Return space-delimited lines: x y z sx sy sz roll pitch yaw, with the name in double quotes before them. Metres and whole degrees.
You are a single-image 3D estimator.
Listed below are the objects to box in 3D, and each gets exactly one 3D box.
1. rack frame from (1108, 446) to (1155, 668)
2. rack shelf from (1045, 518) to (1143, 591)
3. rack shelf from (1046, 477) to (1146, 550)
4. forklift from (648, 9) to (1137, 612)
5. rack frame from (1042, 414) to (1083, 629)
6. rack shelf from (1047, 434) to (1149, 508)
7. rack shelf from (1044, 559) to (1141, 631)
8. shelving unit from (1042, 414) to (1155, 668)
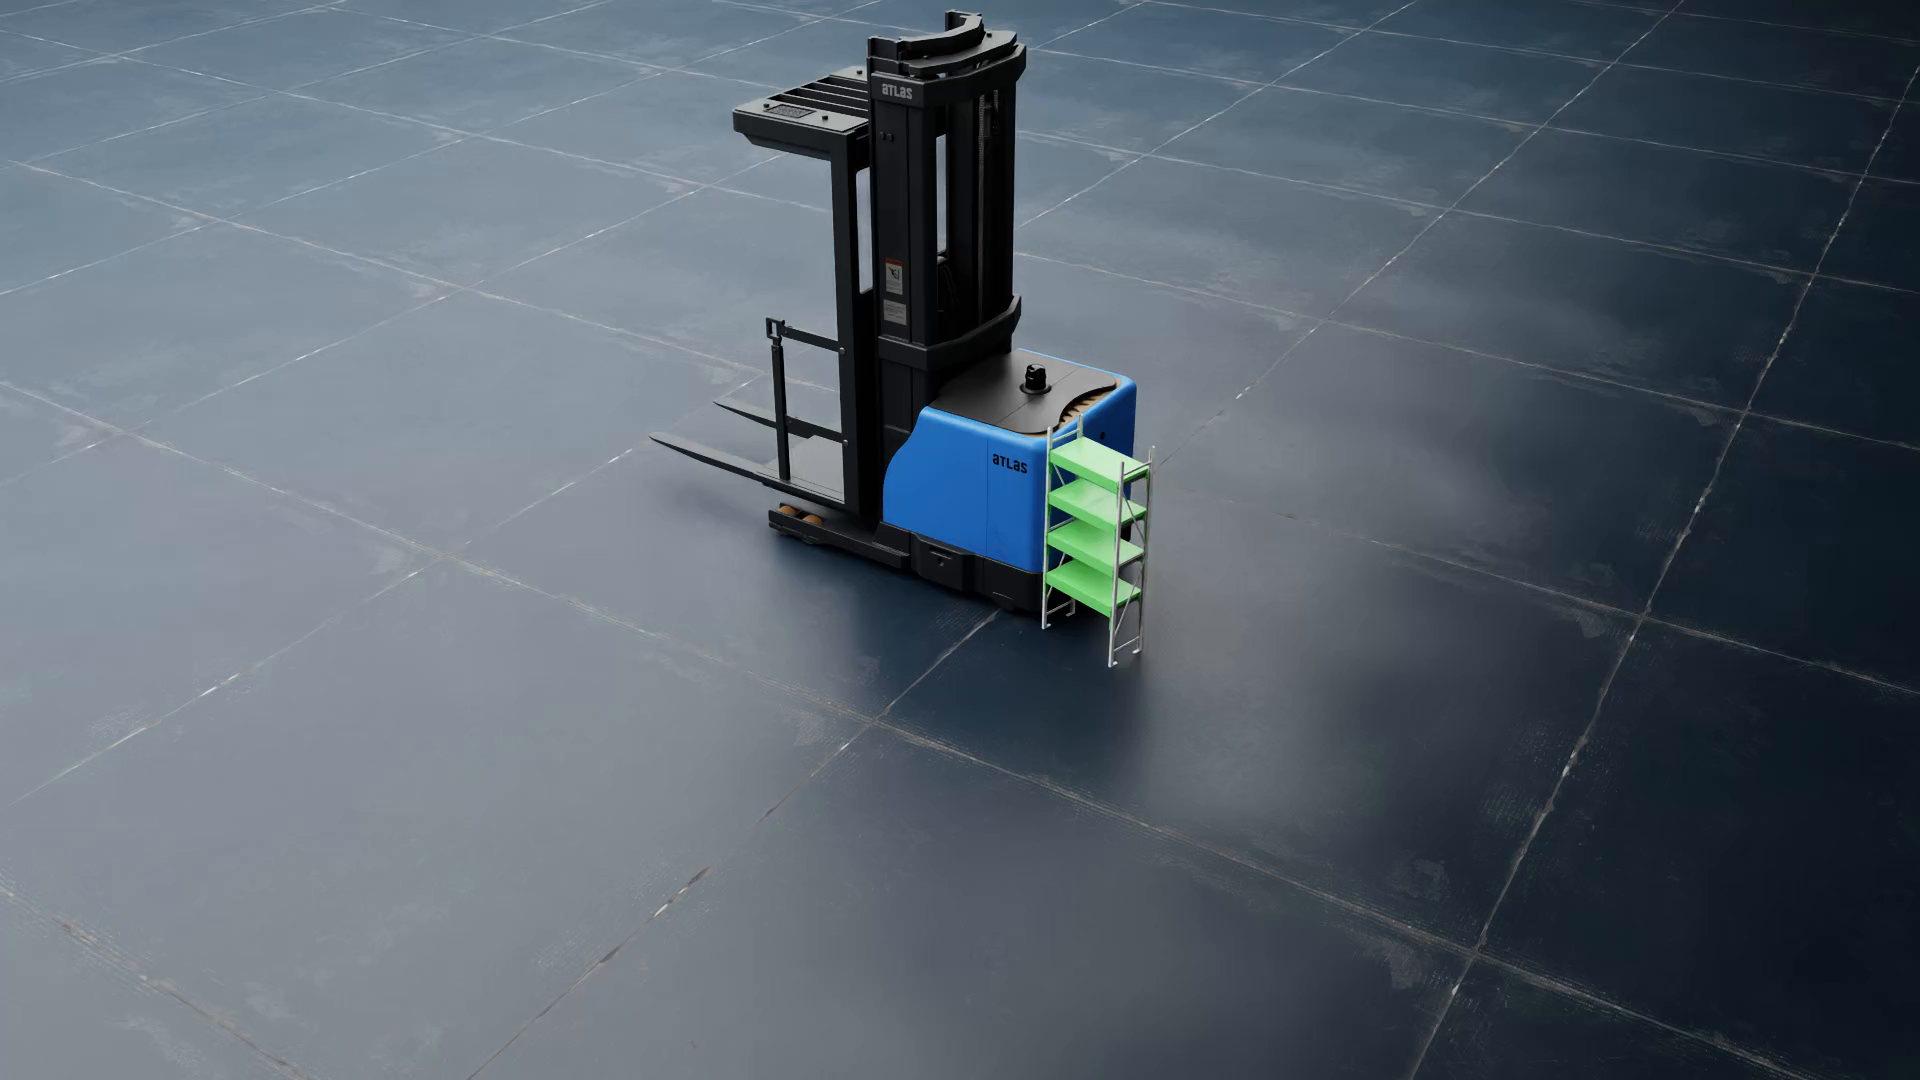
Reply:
"rack frame" 0.863 0.099 8.389 0.240 1.200 0.015 -25 38 -36
"rack shelf" 0.698 0.064 8.576 0.258 0.148 0.480 -25 38 -36
"rack shelf" 0.698 -0.143 8.455 0.258 0.148 0.480 -25 38 -36
"forklift" -0.518 -1.442 9.314 3.031 2.935 1.130 19 35 29
"rack frame" 0.533 -0.082 8.699 0.240 1.200 0.015 -25 38 -36
"rack shelf" 0.698 -0.351 8.334 0.258 0.148 0.480 -25 38 -36
"rack shelf" 0.698 0.271 8.697 0.258 0.148 0.480 -25 38 -36
"shelving unit" 0.698 0.009 8.544 0.258 1.200 0.503 -25 38 -36
